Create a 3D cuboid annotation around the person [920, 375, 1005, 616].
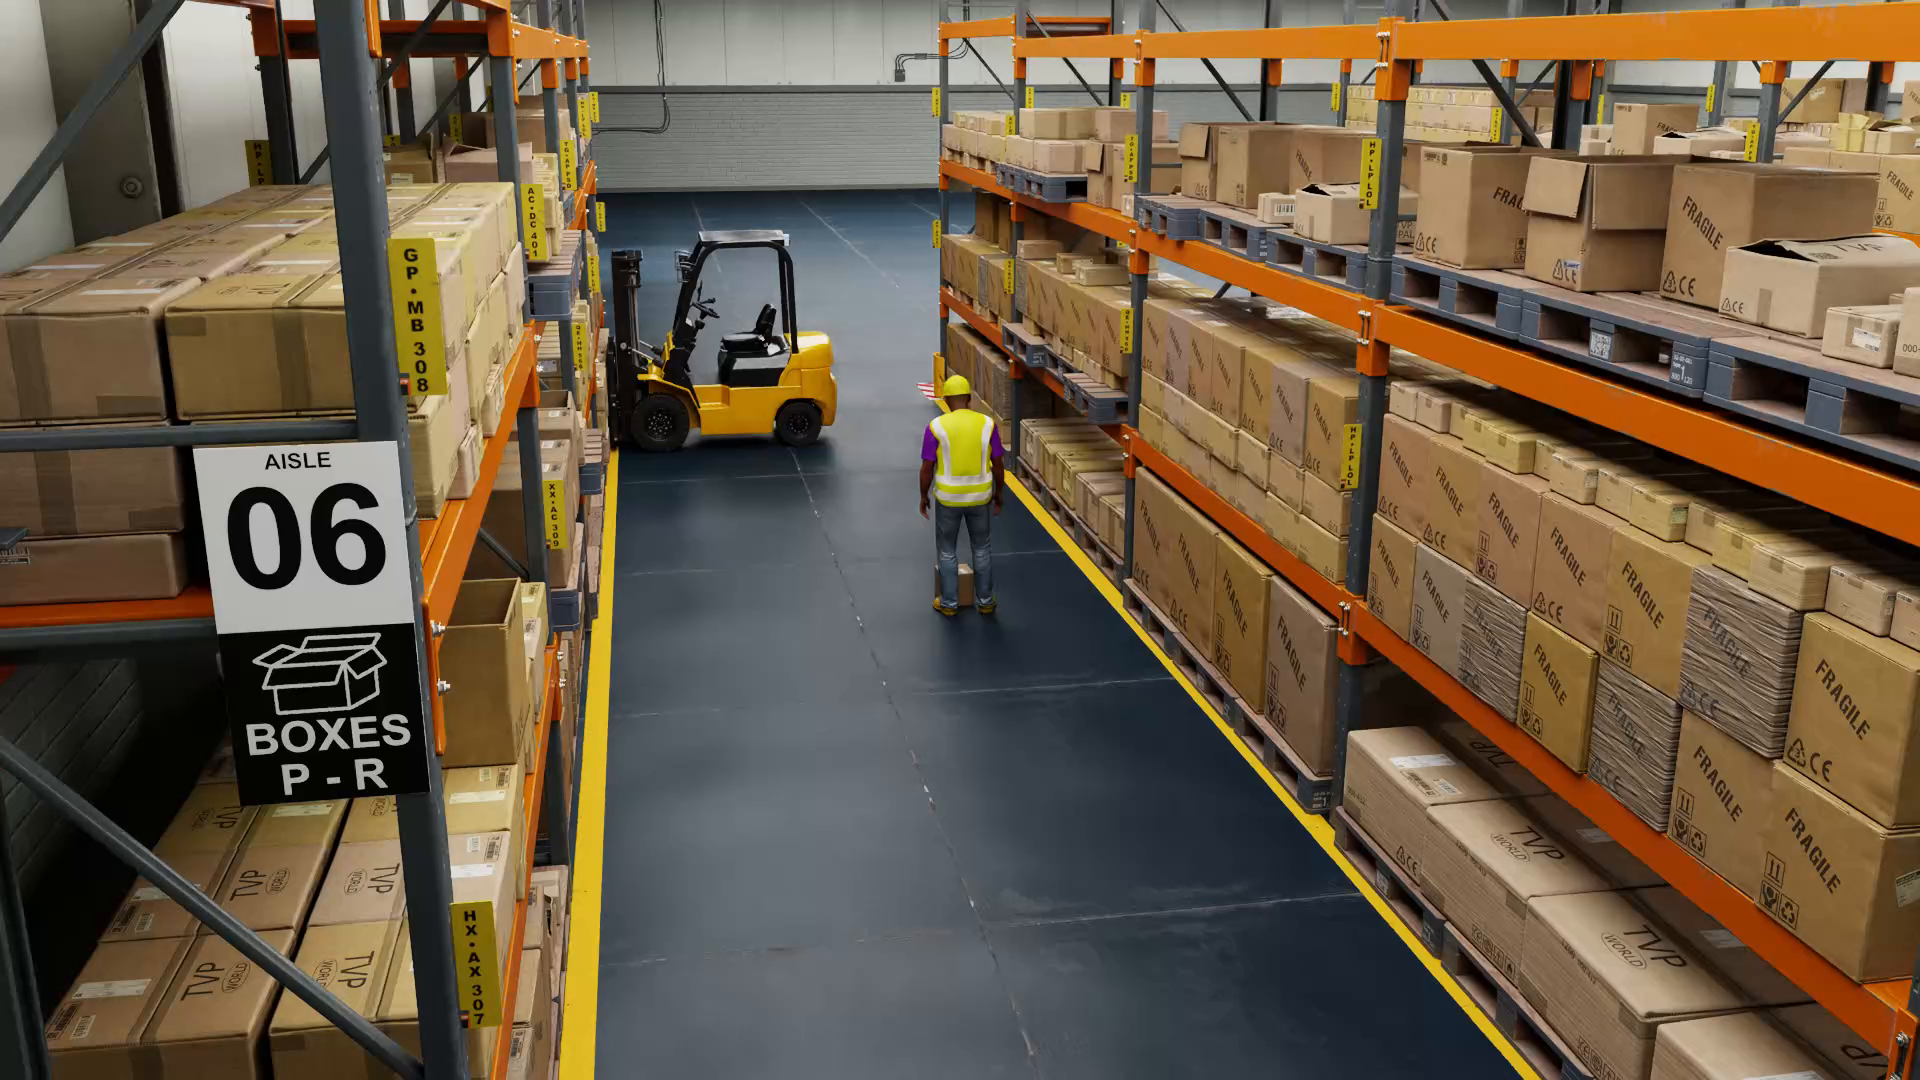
[{"bbox_3d":[0.012,-0.323,12.109,0.627,1.761,0.460,-3,17,-11],"label":"person"}]
